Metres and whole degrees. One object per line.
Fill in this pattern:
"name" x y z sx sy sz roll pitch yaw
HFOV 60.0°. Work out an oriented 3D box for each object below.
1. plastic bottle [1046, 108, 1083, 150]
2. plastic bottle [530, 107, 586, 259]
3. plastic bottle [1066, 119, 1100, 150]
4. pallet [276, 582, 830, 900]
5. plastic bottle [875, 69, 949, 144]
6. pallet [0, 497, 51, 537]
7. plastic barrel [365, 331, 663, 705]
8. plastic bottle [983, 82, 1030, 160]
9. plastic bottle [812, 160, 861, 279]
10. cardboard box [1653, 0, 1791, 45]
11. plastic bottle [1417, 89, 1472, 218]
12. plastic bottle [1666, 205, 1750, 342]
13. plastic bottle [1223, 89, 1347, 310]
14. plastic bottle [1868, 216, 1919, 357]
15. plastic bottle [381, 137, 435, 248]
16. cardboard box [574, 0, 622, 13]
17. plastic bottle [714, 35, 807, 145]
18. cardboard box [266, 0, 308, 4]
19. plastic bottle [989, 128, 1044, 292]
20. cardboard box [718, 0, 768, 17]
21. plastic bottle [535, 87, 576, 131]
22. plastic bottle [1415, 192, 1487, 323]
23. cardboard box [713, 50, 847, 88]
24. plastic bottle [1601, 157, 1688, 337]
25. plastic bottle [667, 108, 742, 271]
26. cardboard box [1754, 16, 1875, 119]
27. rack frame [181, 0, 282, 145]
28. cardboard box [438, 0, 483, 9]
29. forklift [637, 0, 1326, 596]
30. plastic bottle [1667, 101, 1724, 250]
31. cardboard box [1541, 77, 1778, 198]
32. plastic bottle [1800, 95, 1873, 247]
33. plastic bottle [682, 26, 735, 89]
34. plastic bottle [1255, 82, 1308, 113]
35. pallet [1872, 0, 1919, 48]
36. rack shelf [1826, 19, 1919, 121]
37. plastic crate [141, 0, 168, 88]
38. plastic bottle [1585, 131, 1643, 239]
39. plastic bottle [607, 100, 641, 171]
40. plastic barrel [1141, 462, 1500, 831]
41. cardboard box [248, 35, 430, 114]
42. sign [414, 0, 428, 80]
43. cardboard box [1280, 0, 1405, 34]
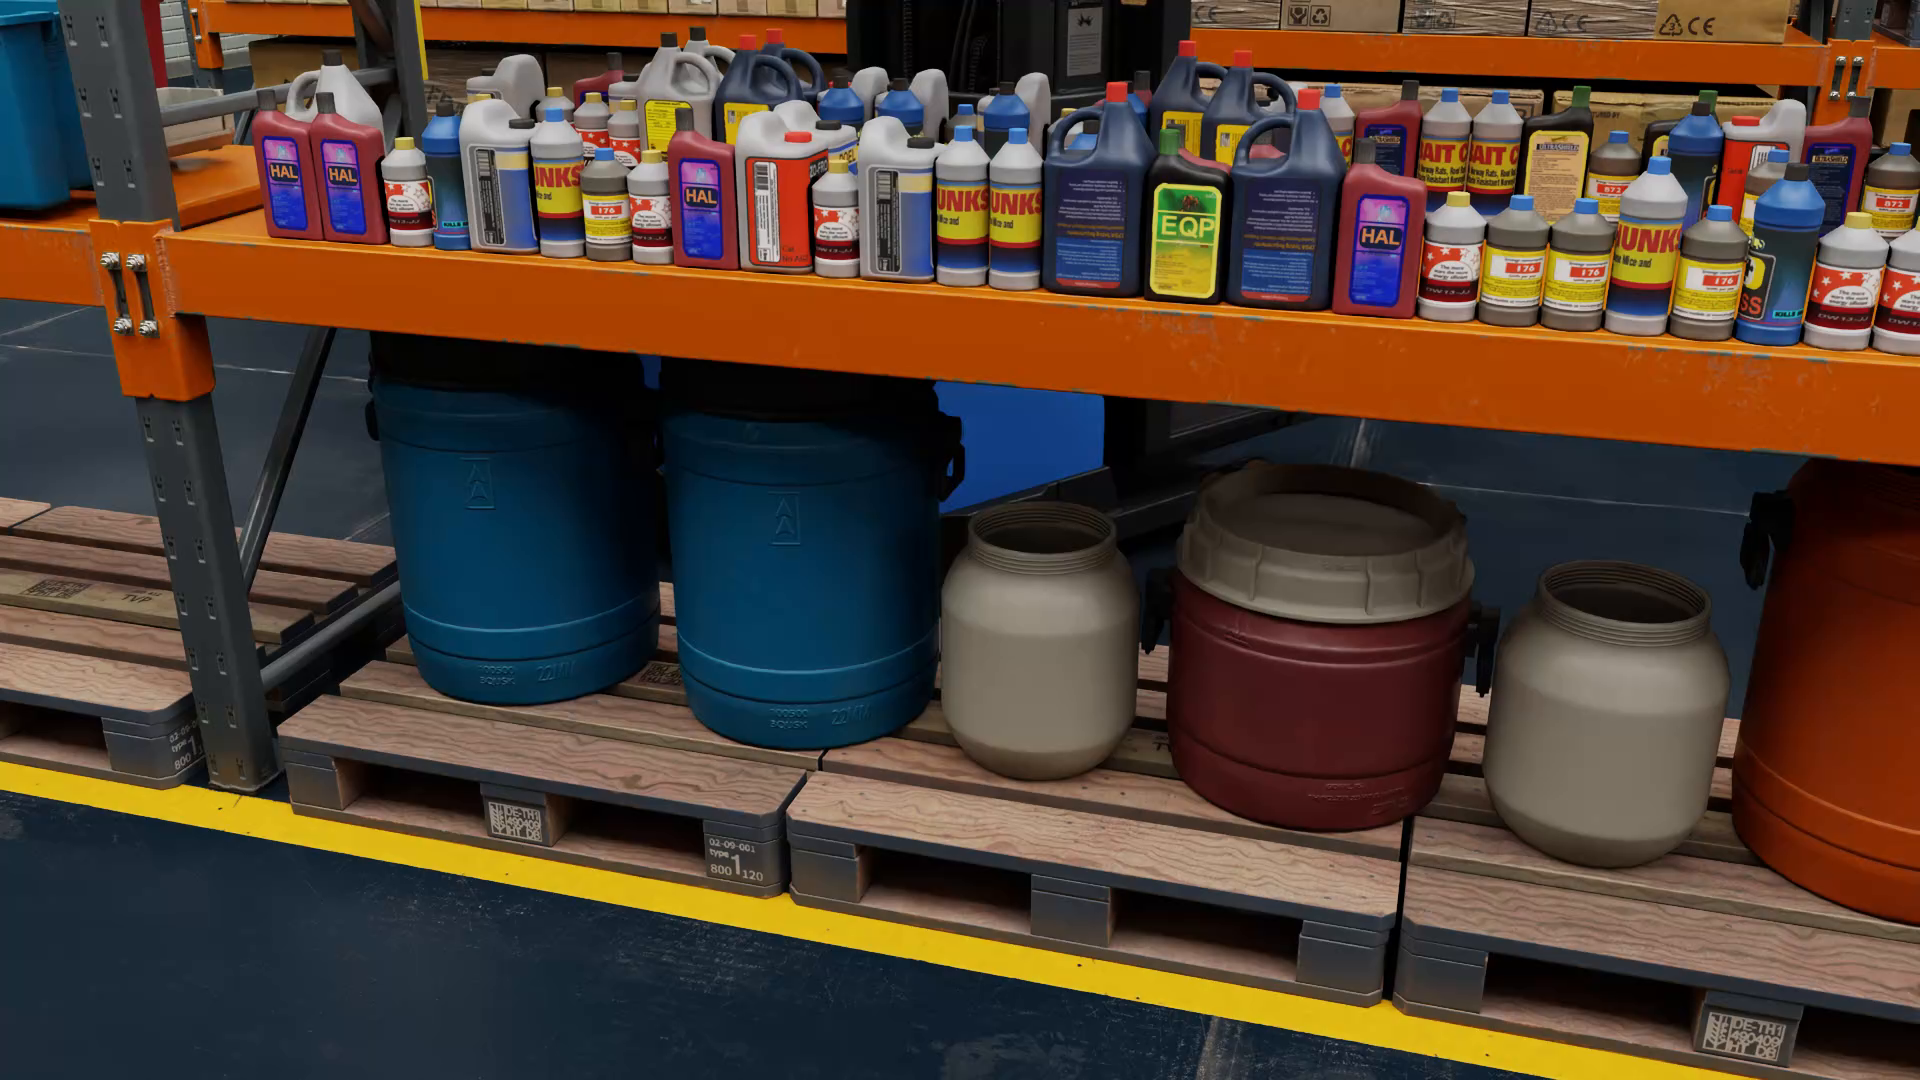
"plastic bottle" 0.234 -0.829 3.601 0.097 0.201 0.097 0 22 0
"plastic bottle" -0.752 -0.674 3.130 0.097 0.271 0.097 0 22 0
"plastic bottle" 0.234 -0.618 2.994 0.097 0.271 0.097 0 22 0
"pallet" -0.812 0.405 4.006 1.213 0.211 1.003 7 23 16
"plastic bottle" -0.107 -0.892 3.656 0.135 0.276 0.152 7 23 16
"pallet" -3.426 0.105 4.735 1.213 0.211 1.003 7 23 16
"plastic barrel" -1.023 -0.143 3.878 0.708 0.901 0.600 7 23 16
"plastic bottle" 0.097 -0.817 3.479 0.097 0.271 0.097 0 22 0
"plastic bottle" -0.216 -0.580 2.993 0.097 0.201 0.097 0 22 0
"cardboard box" 3.177 -2.357 6.931 0.500 0.500 0.500 7 23 17
"plastic bottle" 0.982 -0.776 3.379 0.097 0.271 0.097 0 22 0
"plastic bottle" 1.174 -0.421 2.605 0.097 0.201 0.097 0 22 0
"plastic bottle" 0.546 -0.571 2.775 0.185 0.351 0.144 7 23 16
"plastic bottle" 1.454 -0.389 2.527 0.097 0.201 0.097 0 22 0
"plastic bottle" -1.068 -0.678 3.231 0.097 0.201 0.097 0 22 0
"cardboard box" -1.725 -2.724 8.289 0.250 0.149 0.380 6 23 15
"plastic bottle" -0.429 -0.908 3.596 0.185 0.351 0.144 7 23 16
"cardboard box" -3.447 -2.921 8.769 0.250 0.149 0.380 6 23 15
"plastic bottle" 0.099 -0.576 2.892 0.097 0.271 0.097 0 22 0
"cardboard box" -0.987 -2.639 8.083 0.250 0.149 0.380 6 23 15
"plastic bottle" -0.949 -0.965 3.932 0.097 0.201 0.097 0 22 0
"plastic bottle" 0.802 -0.464 2.709 0.097 0.201 0.097 0 22 0
"cardboard box" -0.717 -2.098 8.677 0.875 0.875 0.875 7 23 16
"plastic bottle" 1.081 -0.464 2.618 0.097 0.271 0.097 0 22 0
"plastic bottle" -0.461 -0.639 3.029 0.133 0.283 0.061 7 23 16
"cardboard box" 5.808 -3.191 11.509 0.750 0.750 1.050 6 23 15
"rack frame" -3.938 -3.223 9.176 0.127 3.000 1.000 7 23 16
"cardboard box" -2.461 -2.808 8.495 0.250 0.149 0.380 6 23 15
"forklift" 0.459 -1.546 5.177 3.031 2.935 1.130 -17 28 -36
"plastic bottle" 1.406 -0.703 3.202 0.097 0.271 0.097 0 22 0
"cardboard box" 3.067 -1.641 7.564 0.875 0.875 1.225 5 23 13
"plastic bottle" 1.668 -0.710 3.203 0.133 0.283 0.061 7 23 16
"plastic bottle" -0.564 -0.981 3.773 0.185 0.351 0.144 7 23 16
"plastic bottle" 0.642 -0.806 3.447 0.135 0.276 0.152 7 23 16
"pallet" 4.434 -2.218 6.978 1.003 0.211 1.213 7 23 16
"rack shelf" 5.636 -1.794 6.640 4.000 0.370 1.077 7 23 16
"plastic crate" -2.321 -1.232 4.157 0.583 0.464 0.402 7 23 16
"plastic bottle" 1.296 -0.708 3.305 0.097 0.201 0.097 0 22 0
"plastic bottle" -0.737 -0.880 3.725 0.097 0.201 0.097 0 22 0
"plastic barrel" 0.736 0.203 3.446 0.708 0.588 0.600 7 23 16
"cardboard box" -3.302 -2.394 9.399 0.875 0.875 0.875 7 23 16
"sign" -1.378 -1.313 4.154 0.005 0.325 0.100 7 23 16
"cardboard box" 1.717 -2.525 7.342 0.500 0.500 0.500 7 23 17
